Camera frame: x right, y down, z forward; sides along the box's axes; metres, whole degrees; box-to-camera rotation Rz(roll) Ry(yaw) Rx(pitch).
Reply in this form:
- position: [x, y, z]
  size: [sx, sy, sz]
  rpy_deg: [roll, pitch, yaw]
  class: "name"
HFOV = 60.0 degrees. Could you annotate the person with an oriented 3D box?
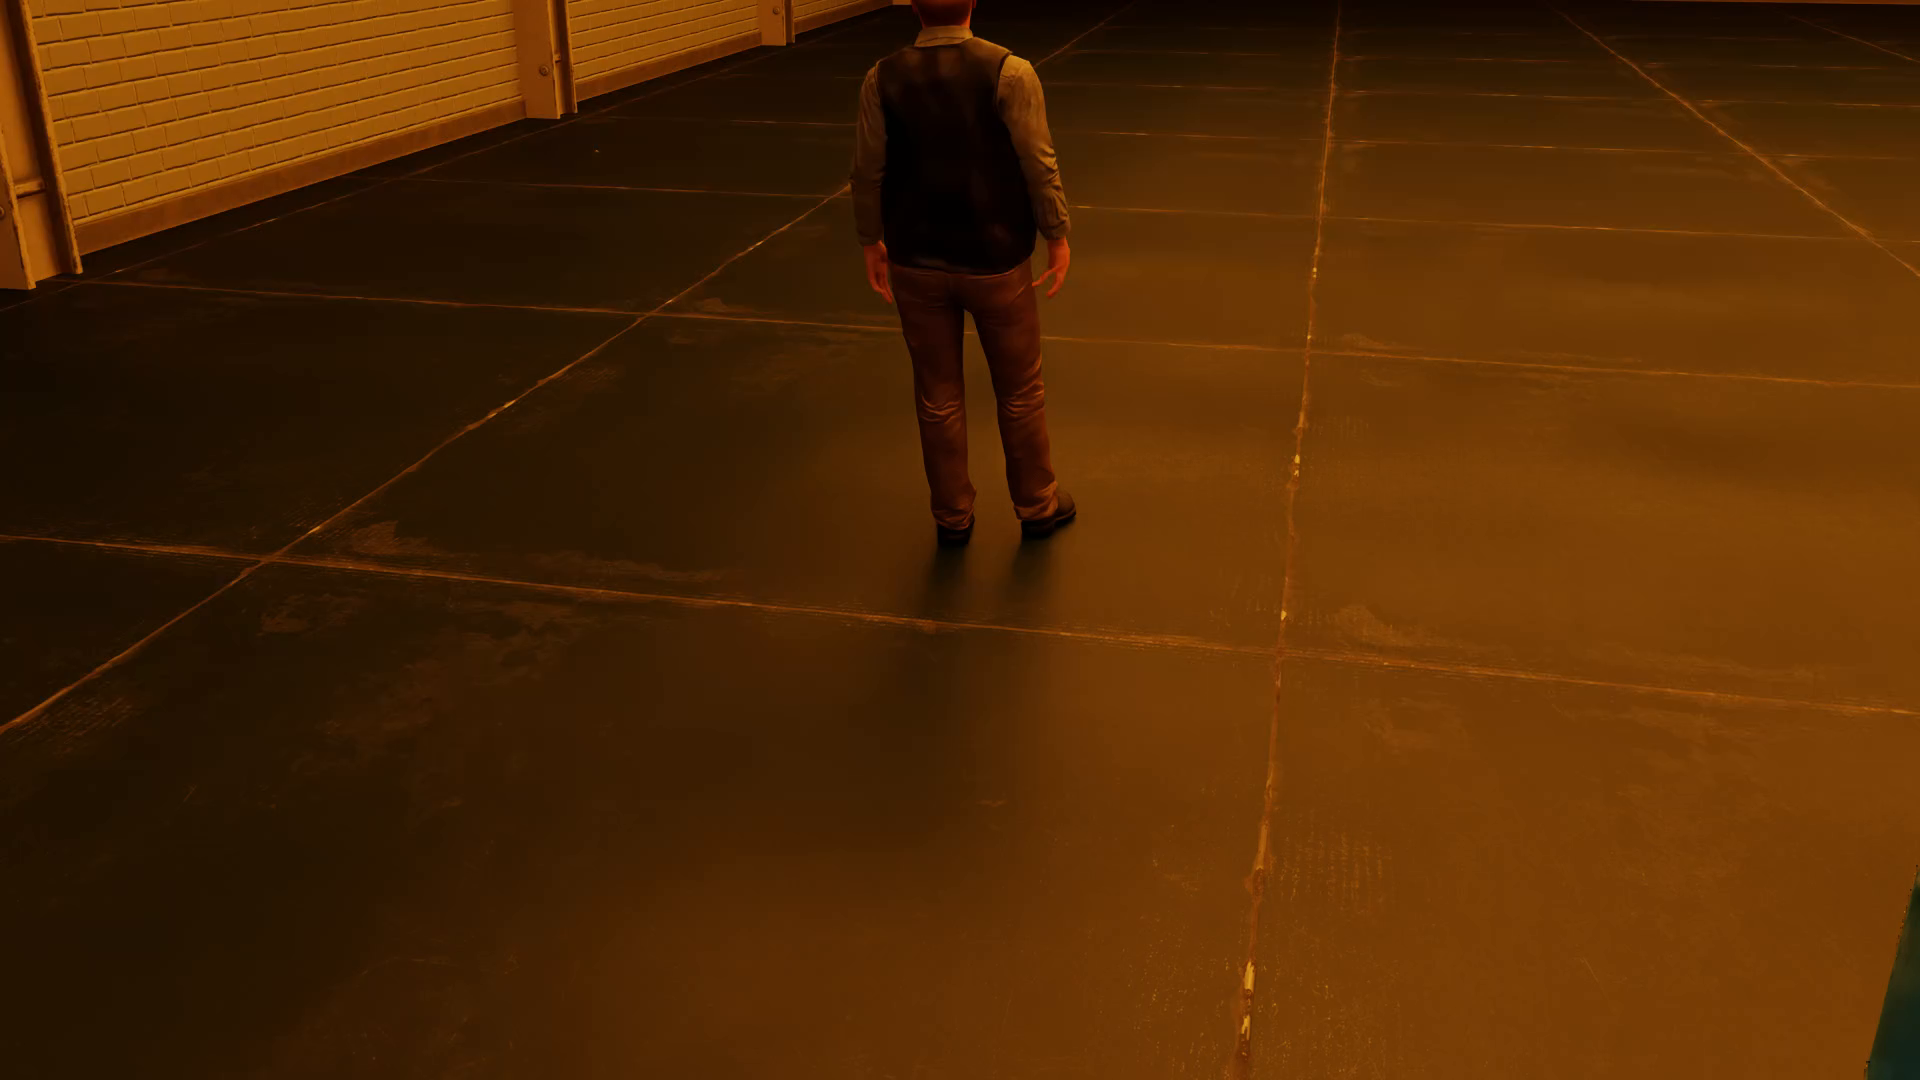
- position: [0.021, -0.827, 4.876]
  size: [0.634, 1.722, 0.566]
  rpy_deg: [5, 23, 11]
  class: "person"
